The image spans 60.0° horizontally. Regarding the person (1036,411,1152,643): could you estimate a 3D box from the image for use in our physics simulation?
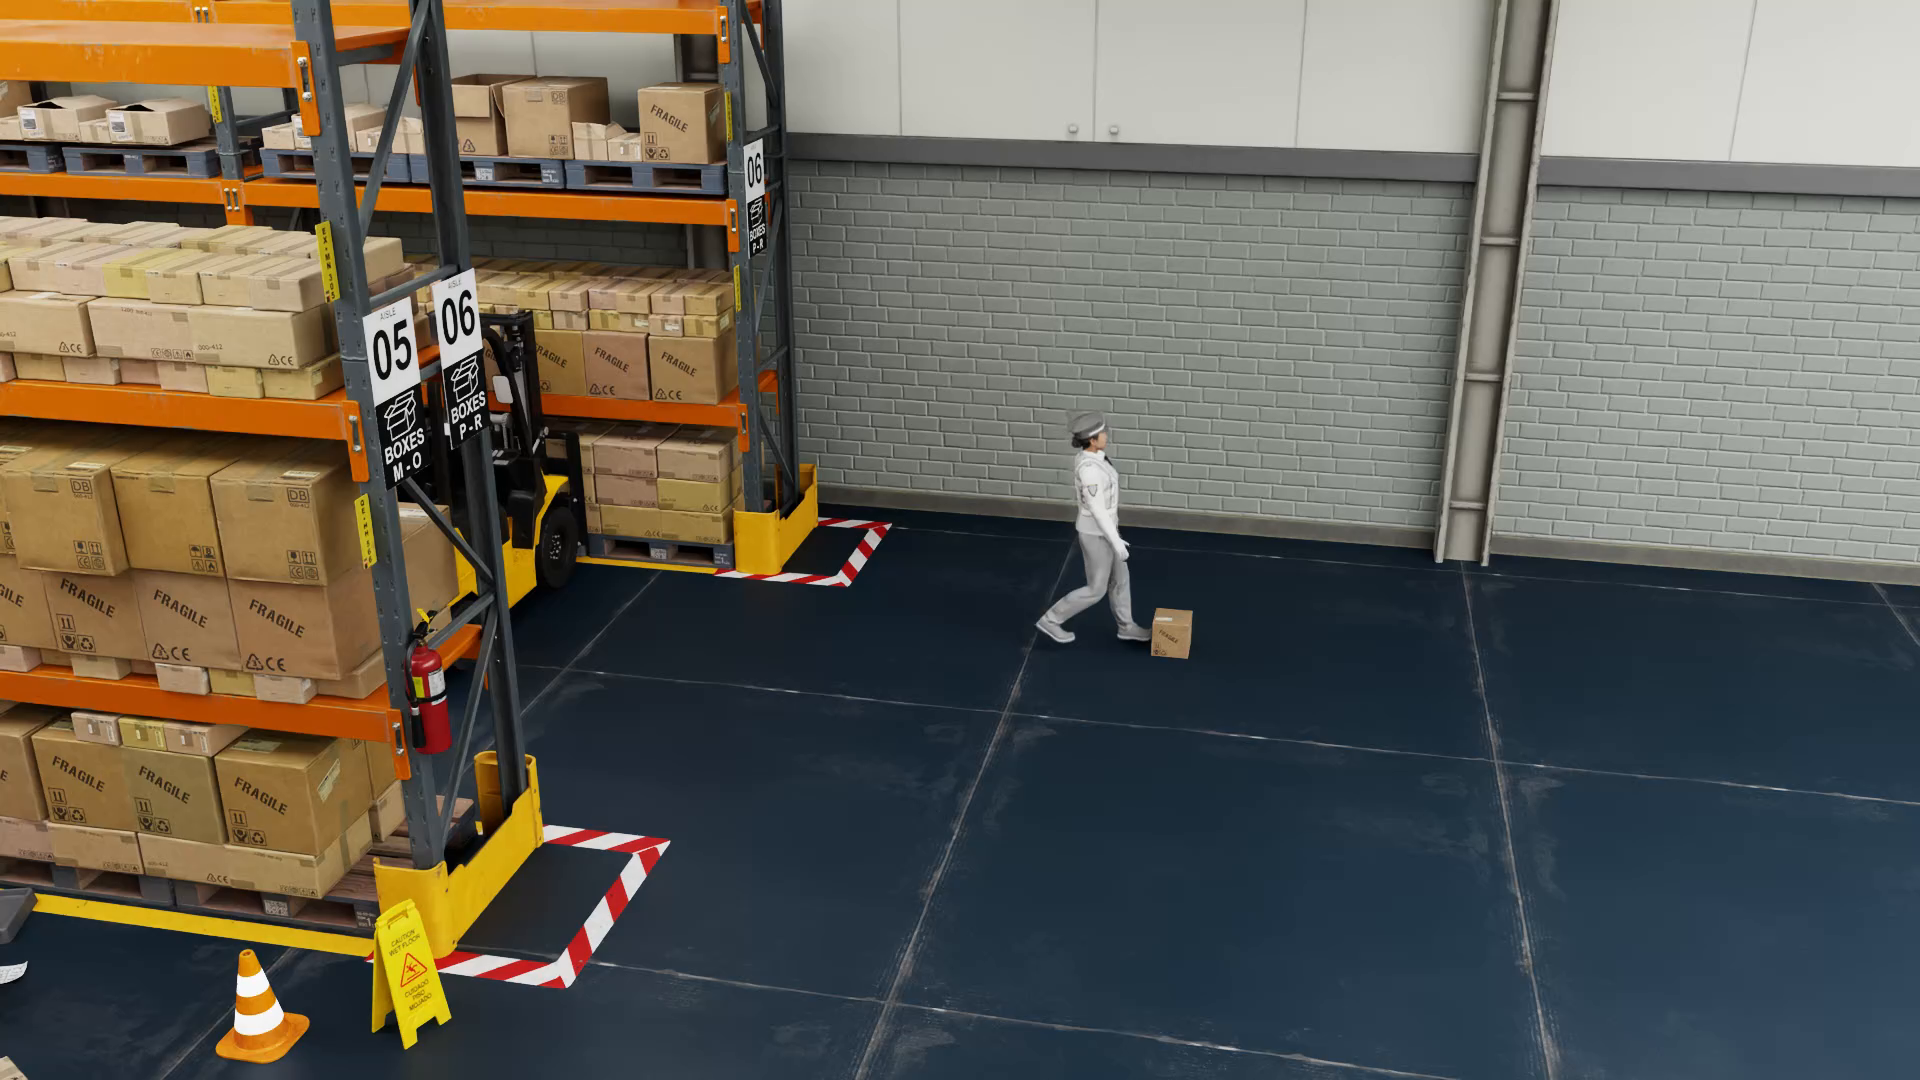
[{"bbox_3d":[0.950,-0.067,11.200,0.843,1.657,0.496,2,22,5],"label":"person"}]
